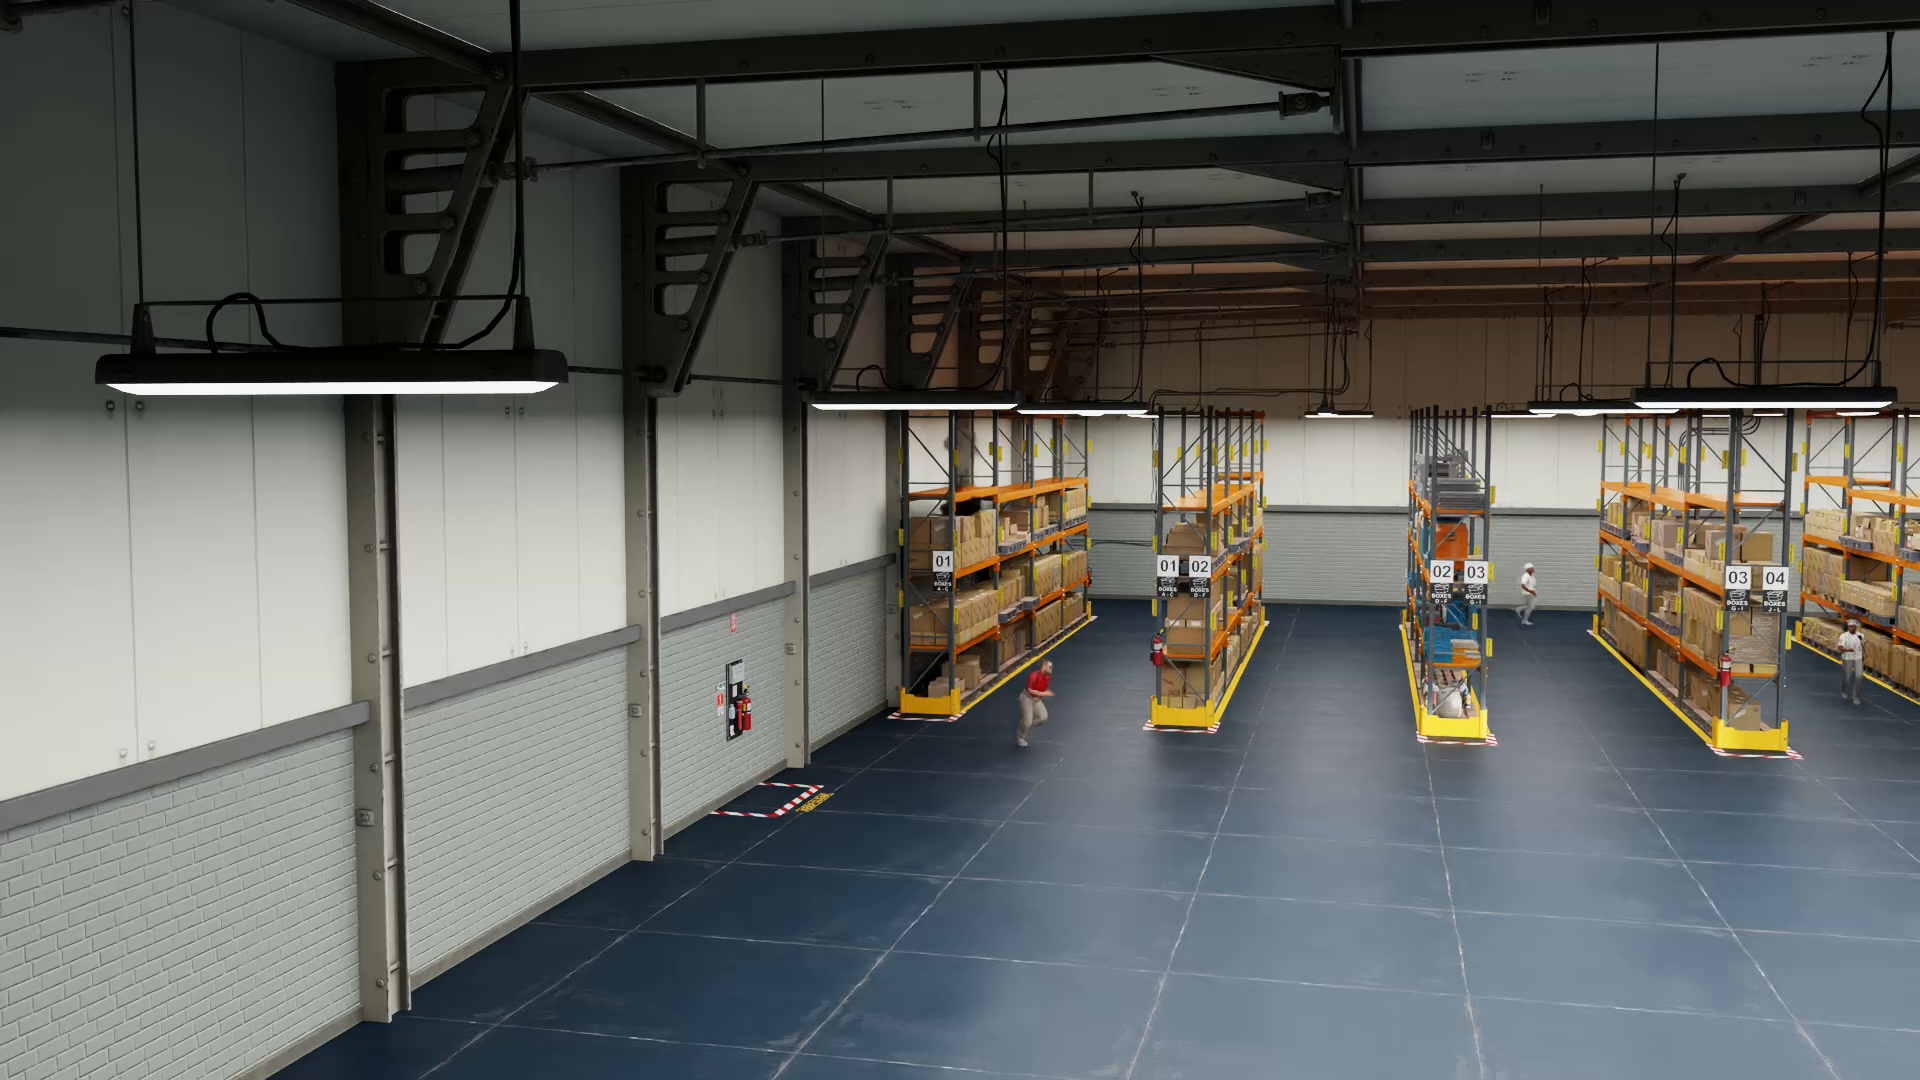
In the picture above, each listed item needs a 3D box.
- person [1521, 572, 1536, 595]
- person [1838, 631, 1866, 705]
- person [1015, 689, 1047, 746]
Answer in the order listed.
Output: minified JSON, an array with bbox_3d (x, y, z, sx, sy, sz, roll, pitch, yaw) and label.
[{"bbox_3d":[15.964,1.212,46.710,0.346,0.638,0.694,3,5,35],"label":"person"},{"bbox_3d":[18.159,2.603,33.868,0.534,1.470,0.765,1,4,19],"label":"person"},{"bbox_3d":[1.227,3.123,29.300,0.624,1.007,0.412,3,5,40],"label":"person"}]
